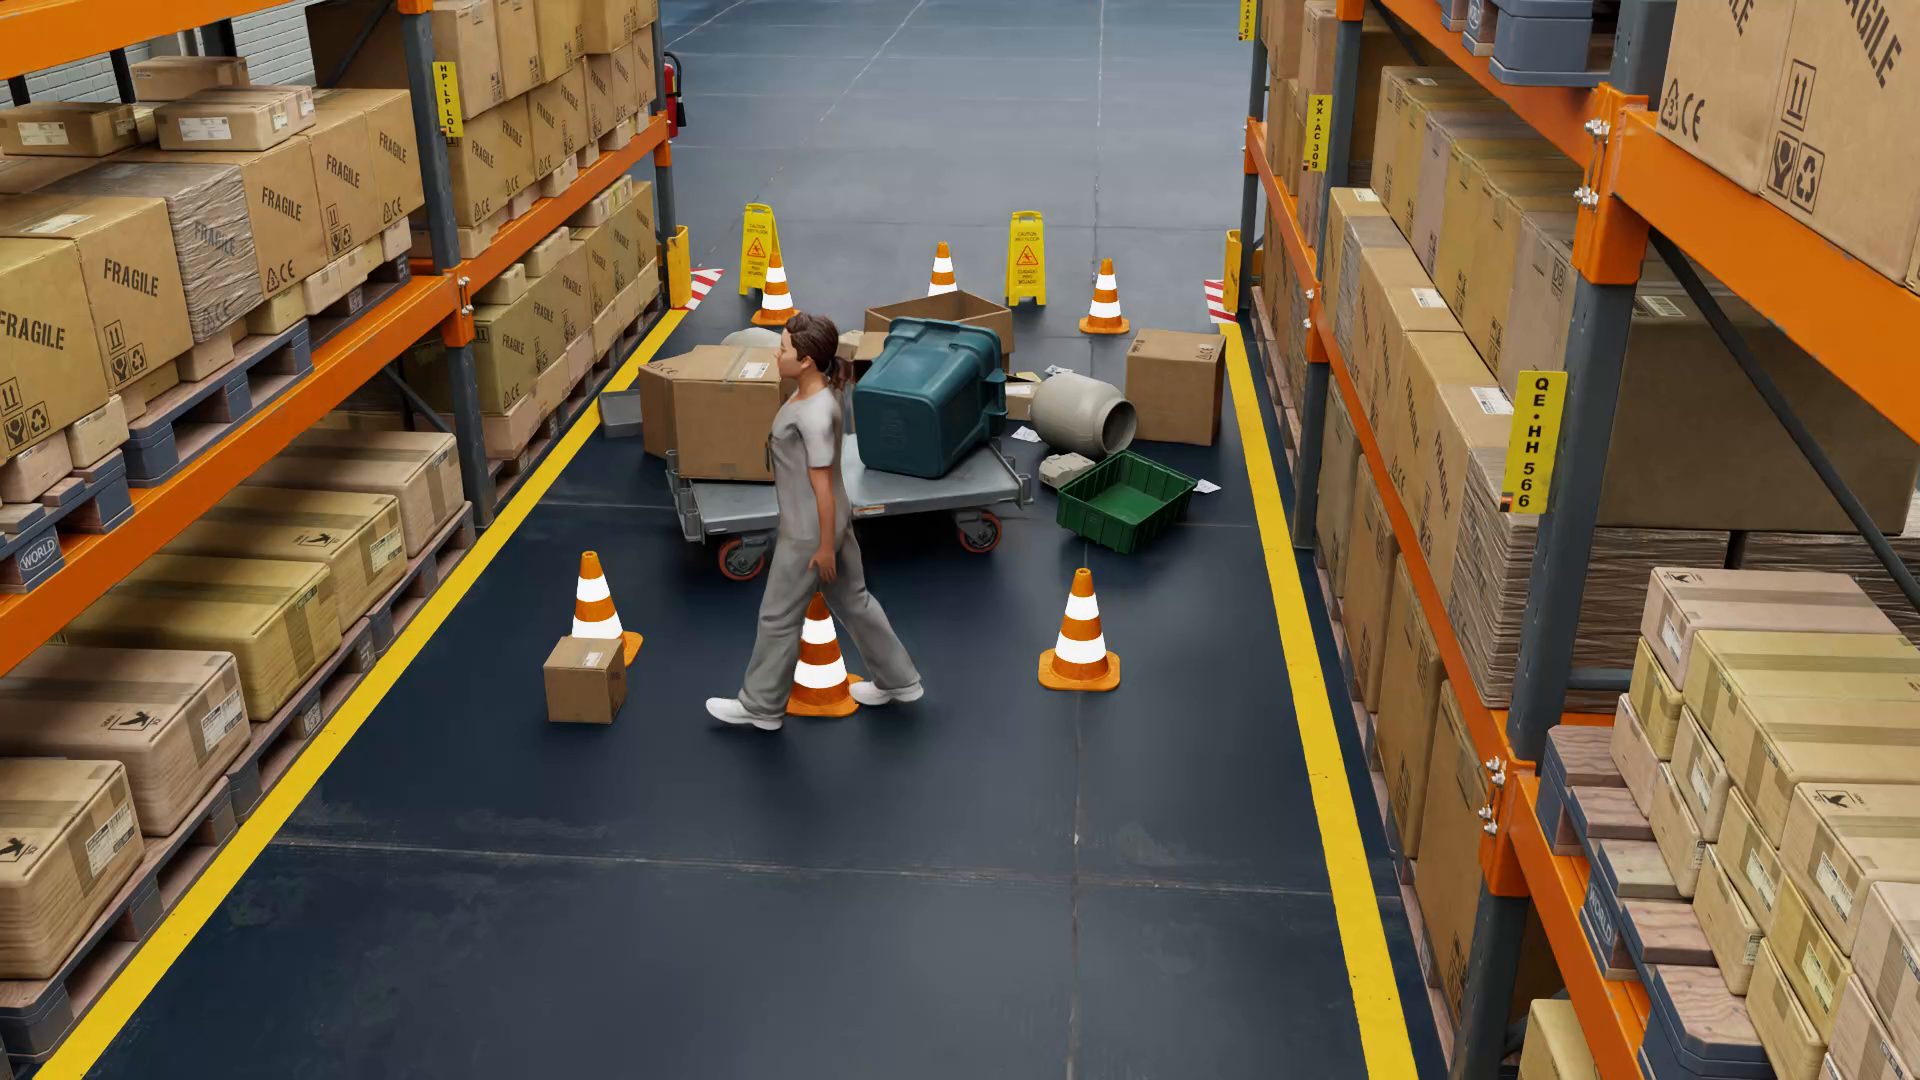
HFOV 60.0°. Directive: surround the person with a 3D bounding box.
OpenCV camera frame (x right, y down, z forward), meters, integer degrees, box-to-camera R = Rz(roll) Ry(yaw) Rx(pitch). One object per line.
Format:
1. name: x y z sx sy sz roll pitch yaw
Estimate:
1. person: -0.567 -0.051 6.227 0.848 1.653 0.454 0 25 1
